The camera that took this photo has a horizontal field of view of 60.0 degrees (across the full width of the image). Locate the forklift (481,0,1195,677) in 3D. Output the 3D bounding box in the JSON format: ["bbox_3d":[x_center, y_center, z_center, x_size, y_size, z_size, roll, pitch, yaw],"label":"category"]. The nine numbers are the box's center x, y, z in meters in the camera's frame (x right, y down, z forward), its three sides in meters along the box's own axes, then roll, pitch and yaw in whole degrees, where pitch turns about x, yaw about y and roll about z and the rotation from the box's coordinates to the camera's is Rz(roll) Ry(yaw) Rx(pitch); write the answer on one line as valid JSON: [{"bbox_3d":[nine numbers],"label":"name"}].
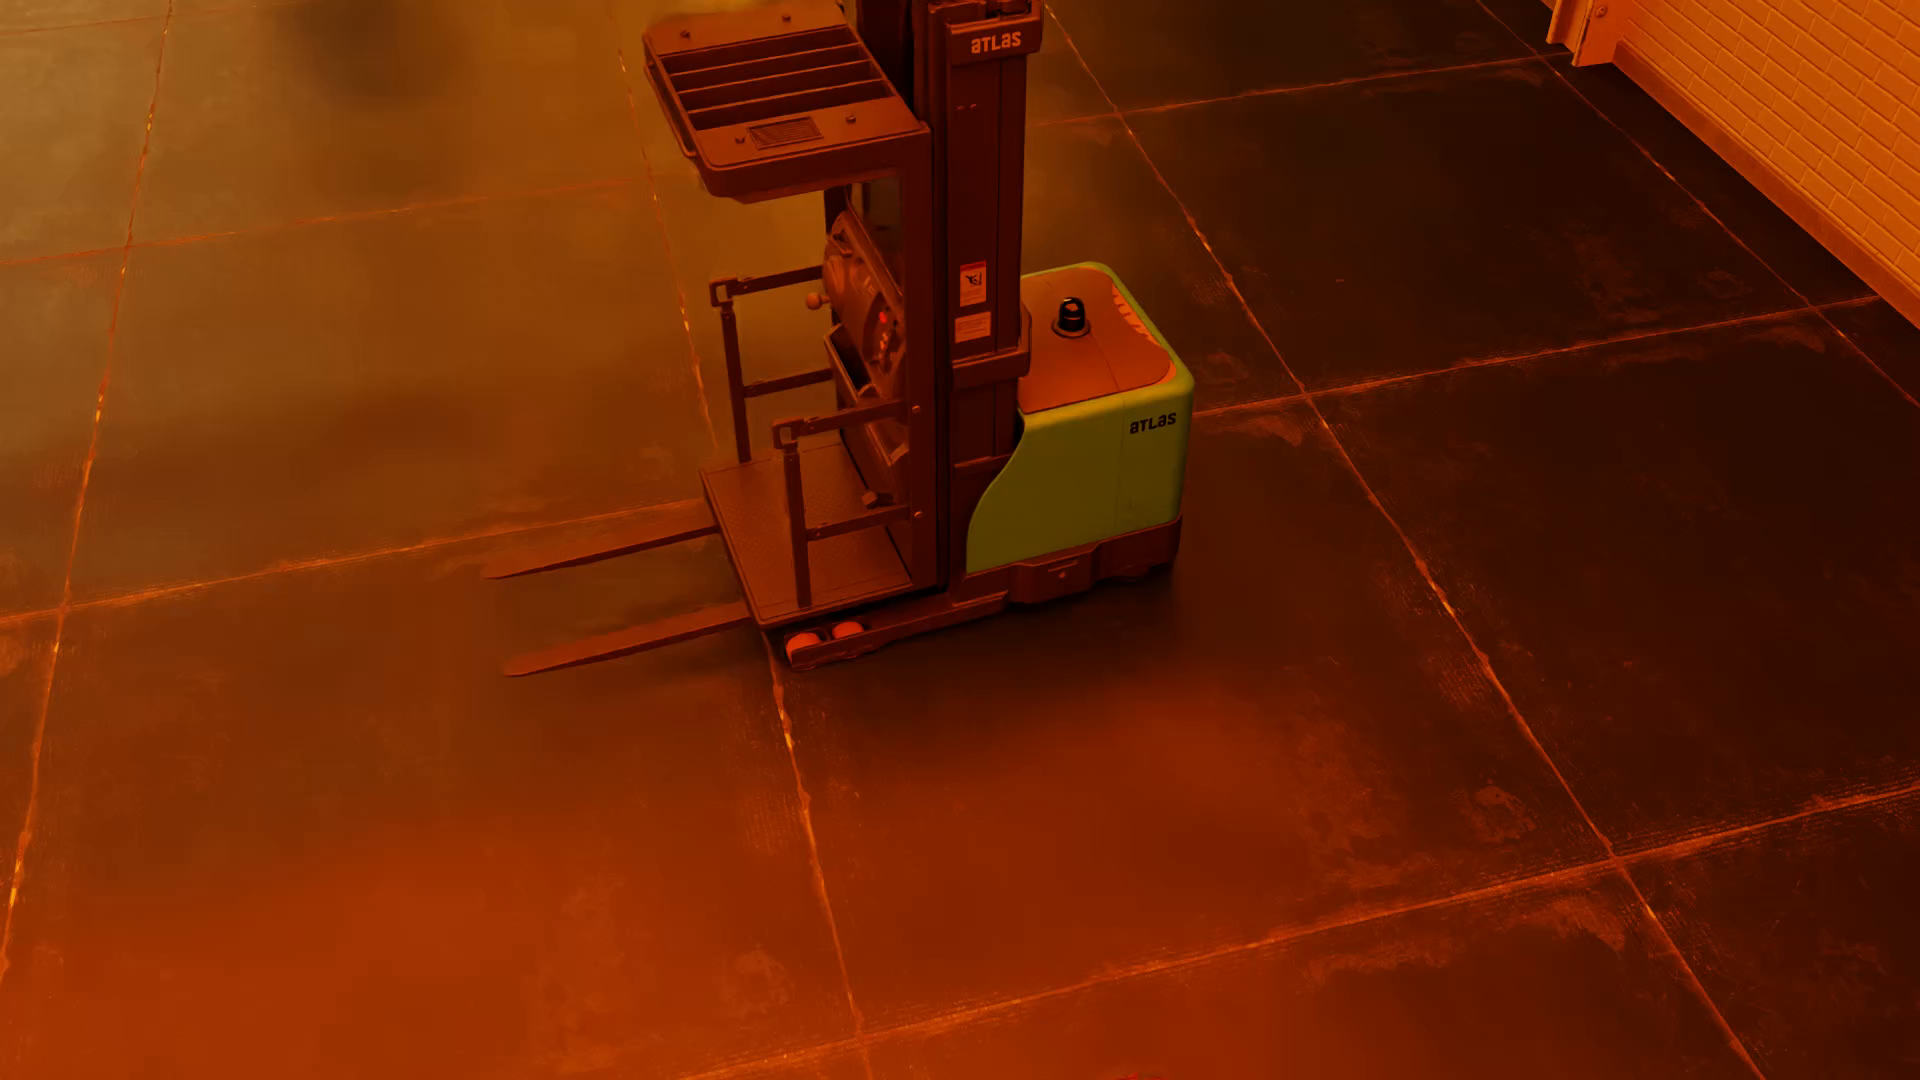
[{"bbox_3d":[-0.572,-0.915,6.613,3.031,2.935,1.130,-14,45,-14],"label":"forklift"}]

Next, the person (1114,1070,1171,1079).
[{"bbox_3d":[0.504,2.006,4.487,0.884,1.690,0.630,-21,47,-21],"label":"person"}]
